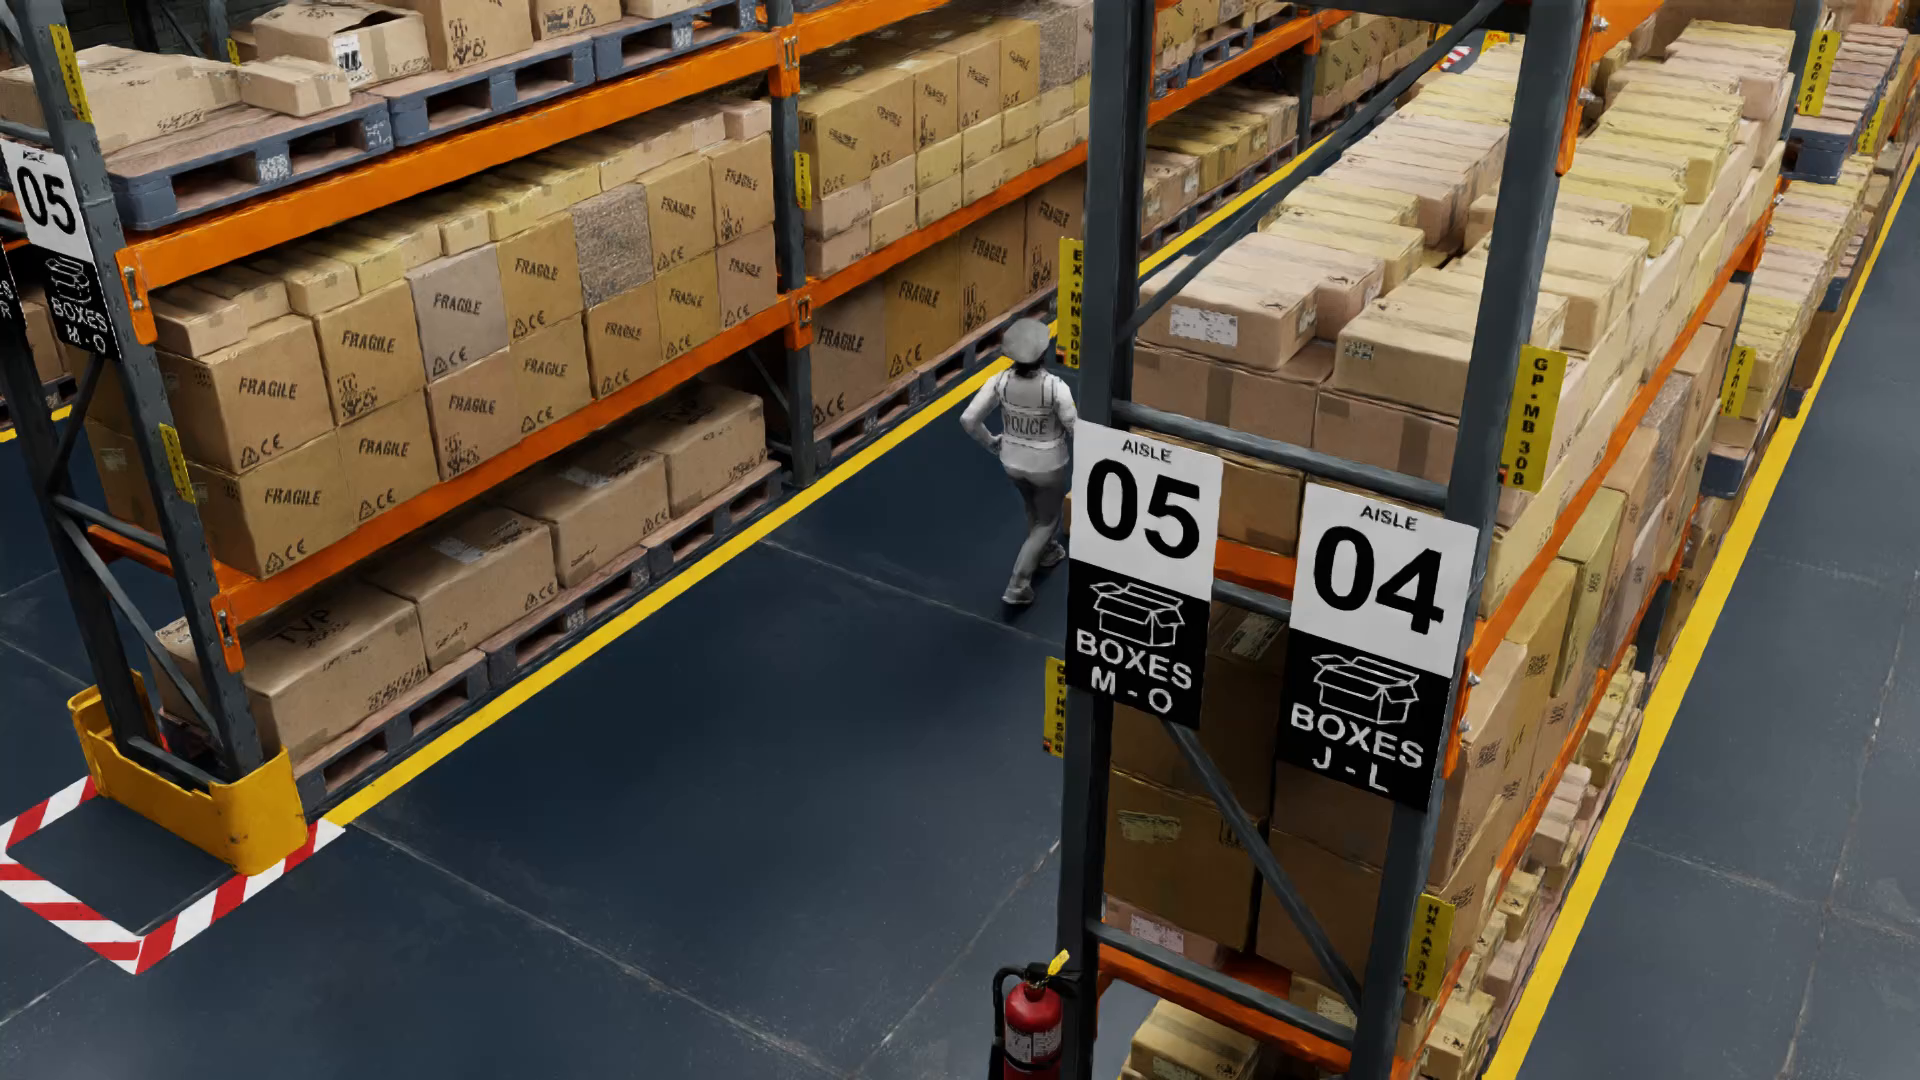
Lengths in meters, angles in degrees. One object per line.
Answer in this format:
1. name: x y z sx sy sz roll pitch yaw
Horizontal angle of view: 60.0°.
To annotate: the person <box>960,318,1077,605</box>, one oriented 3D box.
1. person: 0.441 -0.460 8.929 0.573 1.679 0.807 19 35 29
